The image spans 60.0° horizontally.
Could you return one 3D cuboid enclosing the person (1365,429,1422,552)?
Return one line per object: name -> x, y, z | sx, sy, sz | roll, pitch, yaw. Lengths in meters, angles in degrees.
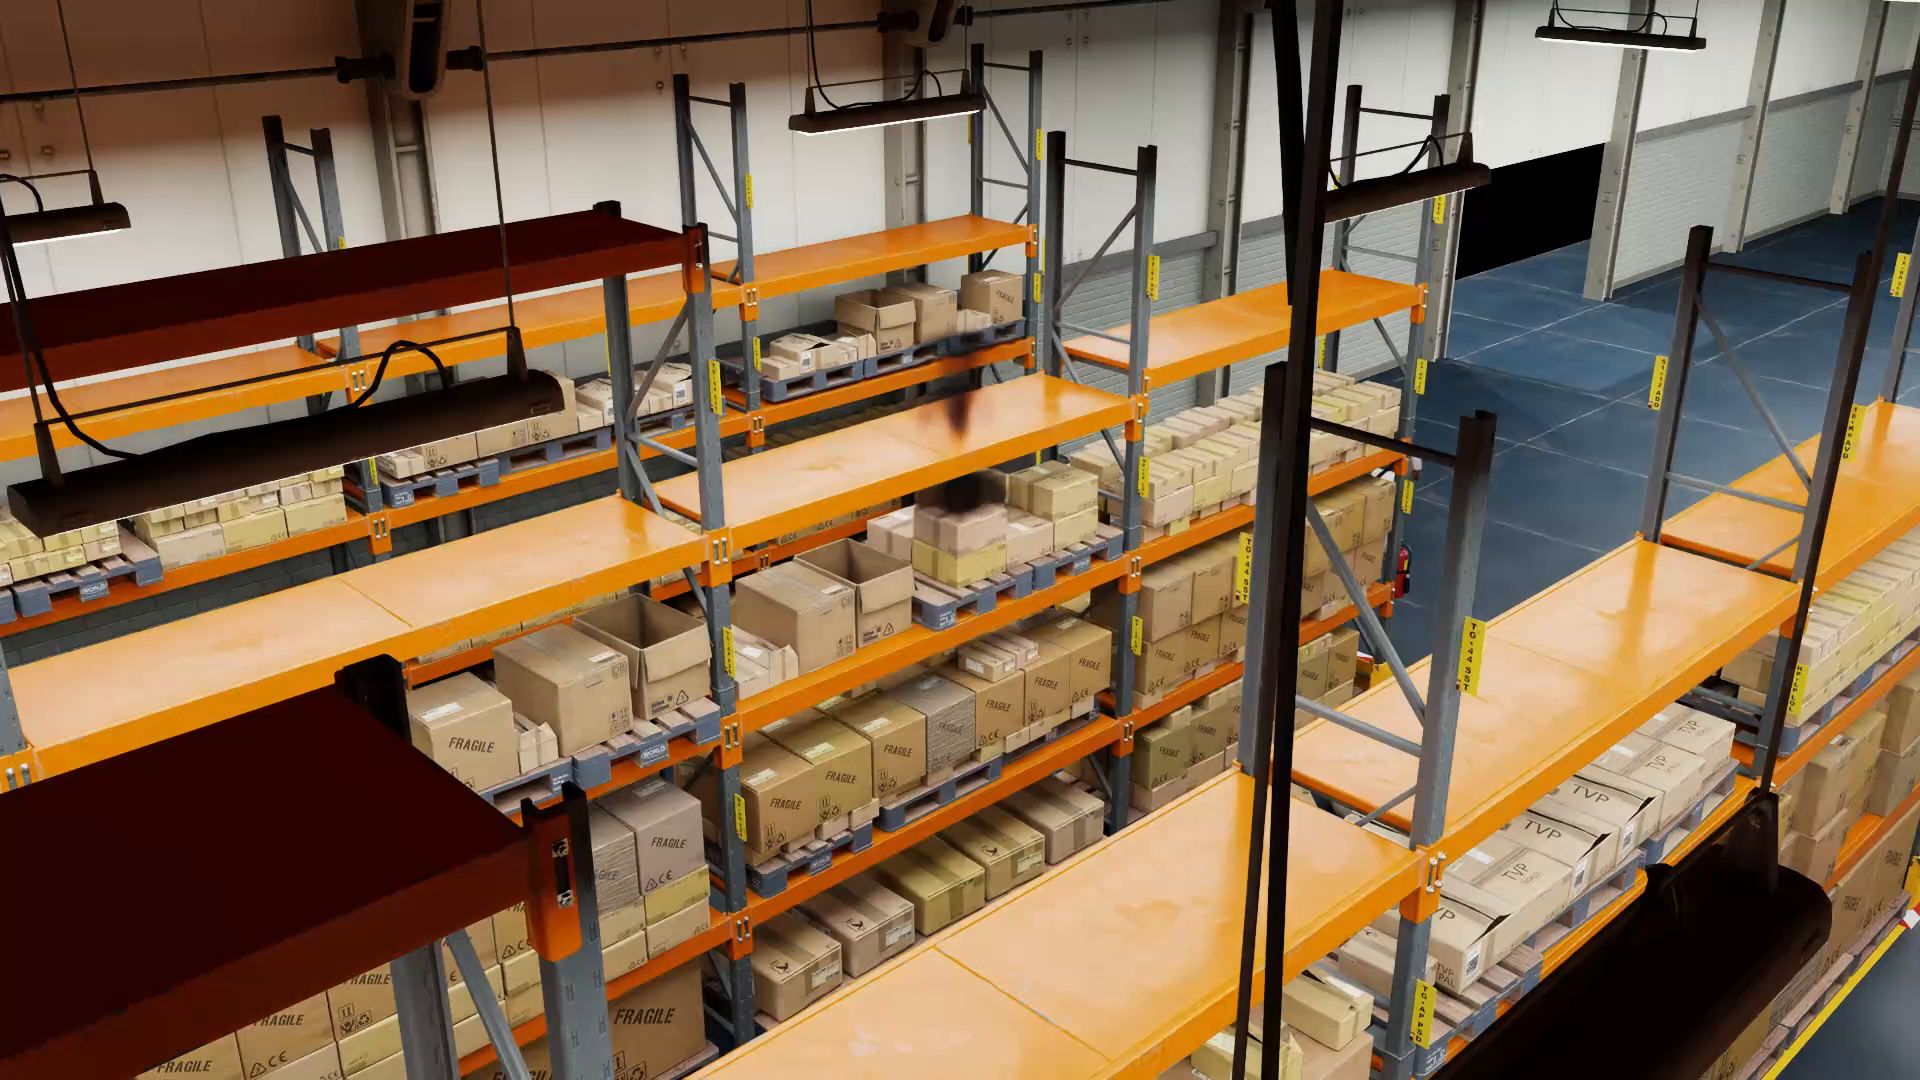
person -> 5.104, -0.525, 20.011 | 0.729, 1.722, 1.022 | 18, 29, 37
